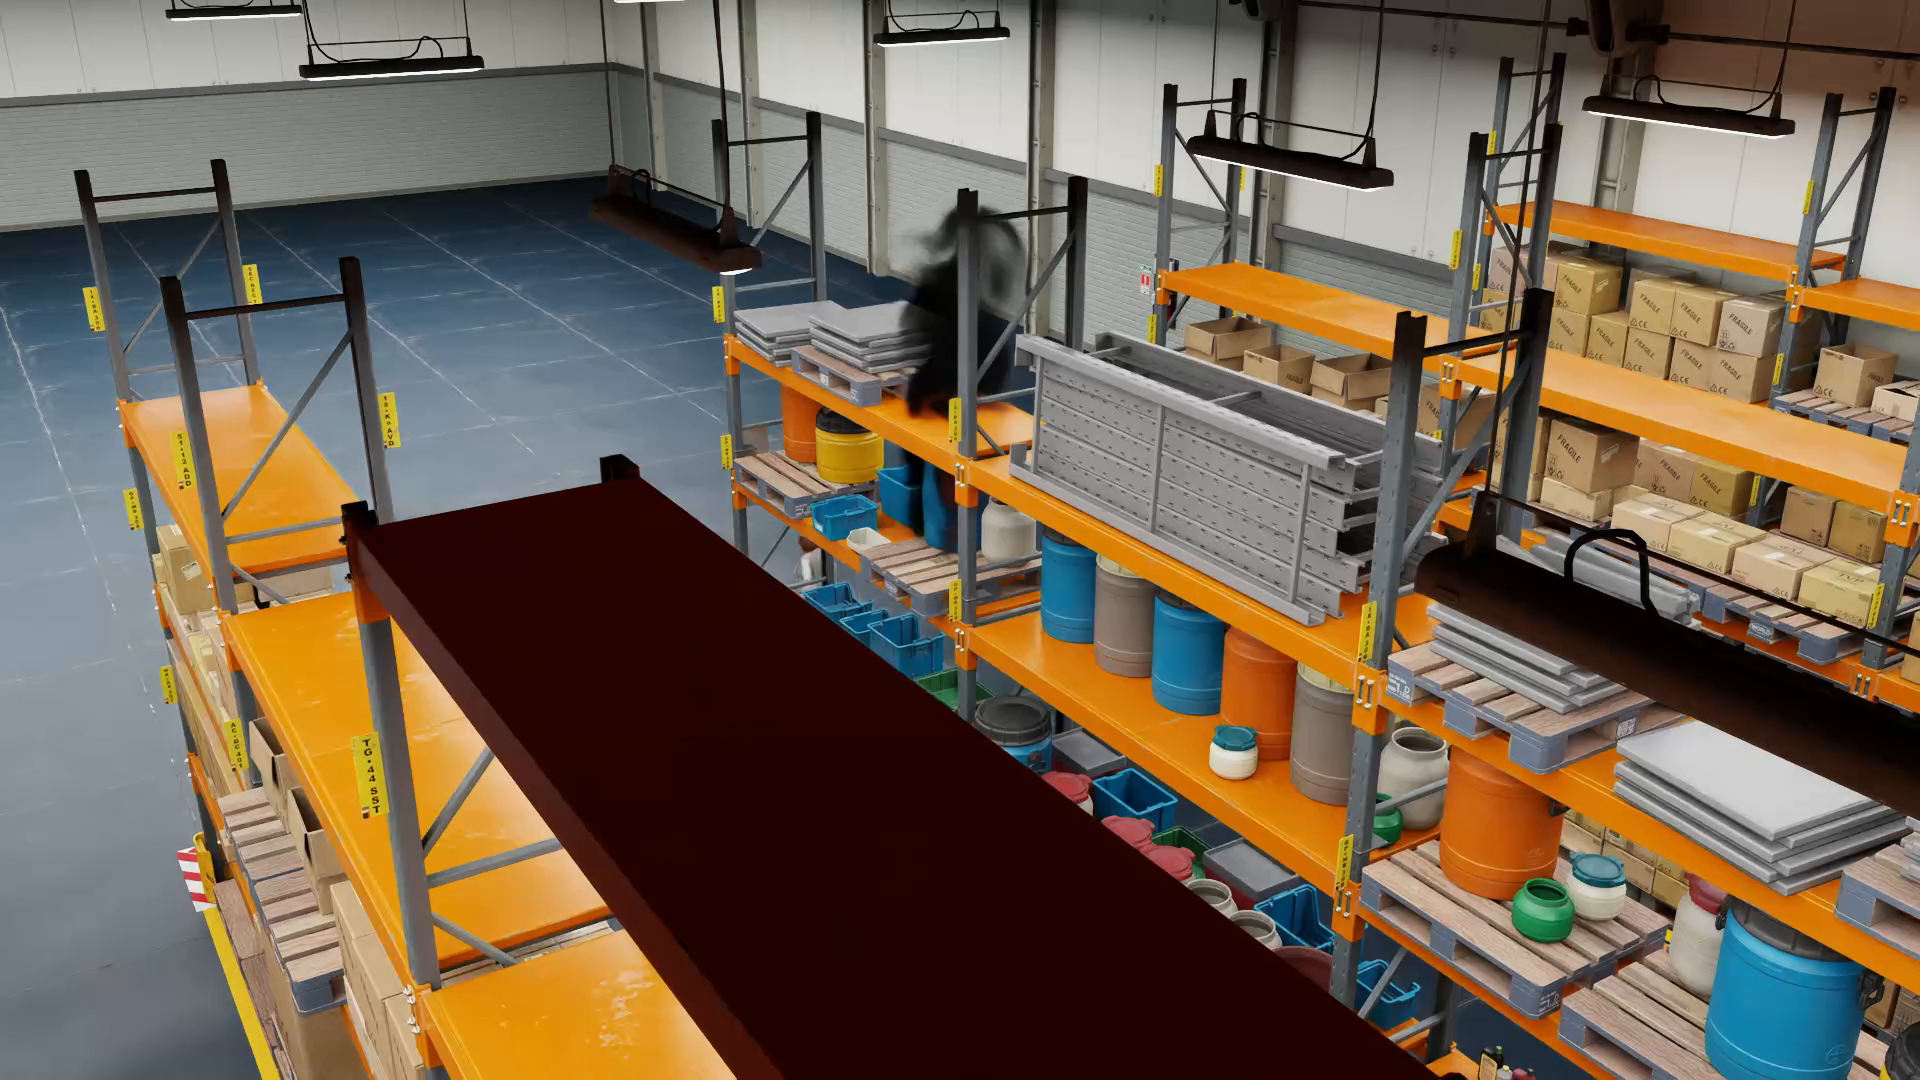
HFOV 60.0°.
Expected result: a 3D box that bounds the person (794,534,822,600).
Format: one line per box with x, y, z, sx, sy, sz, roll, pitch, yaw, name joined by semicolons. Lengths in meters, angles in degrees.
-1.546;0.658;17.707;0.611;1.566;0.576;11;24;26;person
